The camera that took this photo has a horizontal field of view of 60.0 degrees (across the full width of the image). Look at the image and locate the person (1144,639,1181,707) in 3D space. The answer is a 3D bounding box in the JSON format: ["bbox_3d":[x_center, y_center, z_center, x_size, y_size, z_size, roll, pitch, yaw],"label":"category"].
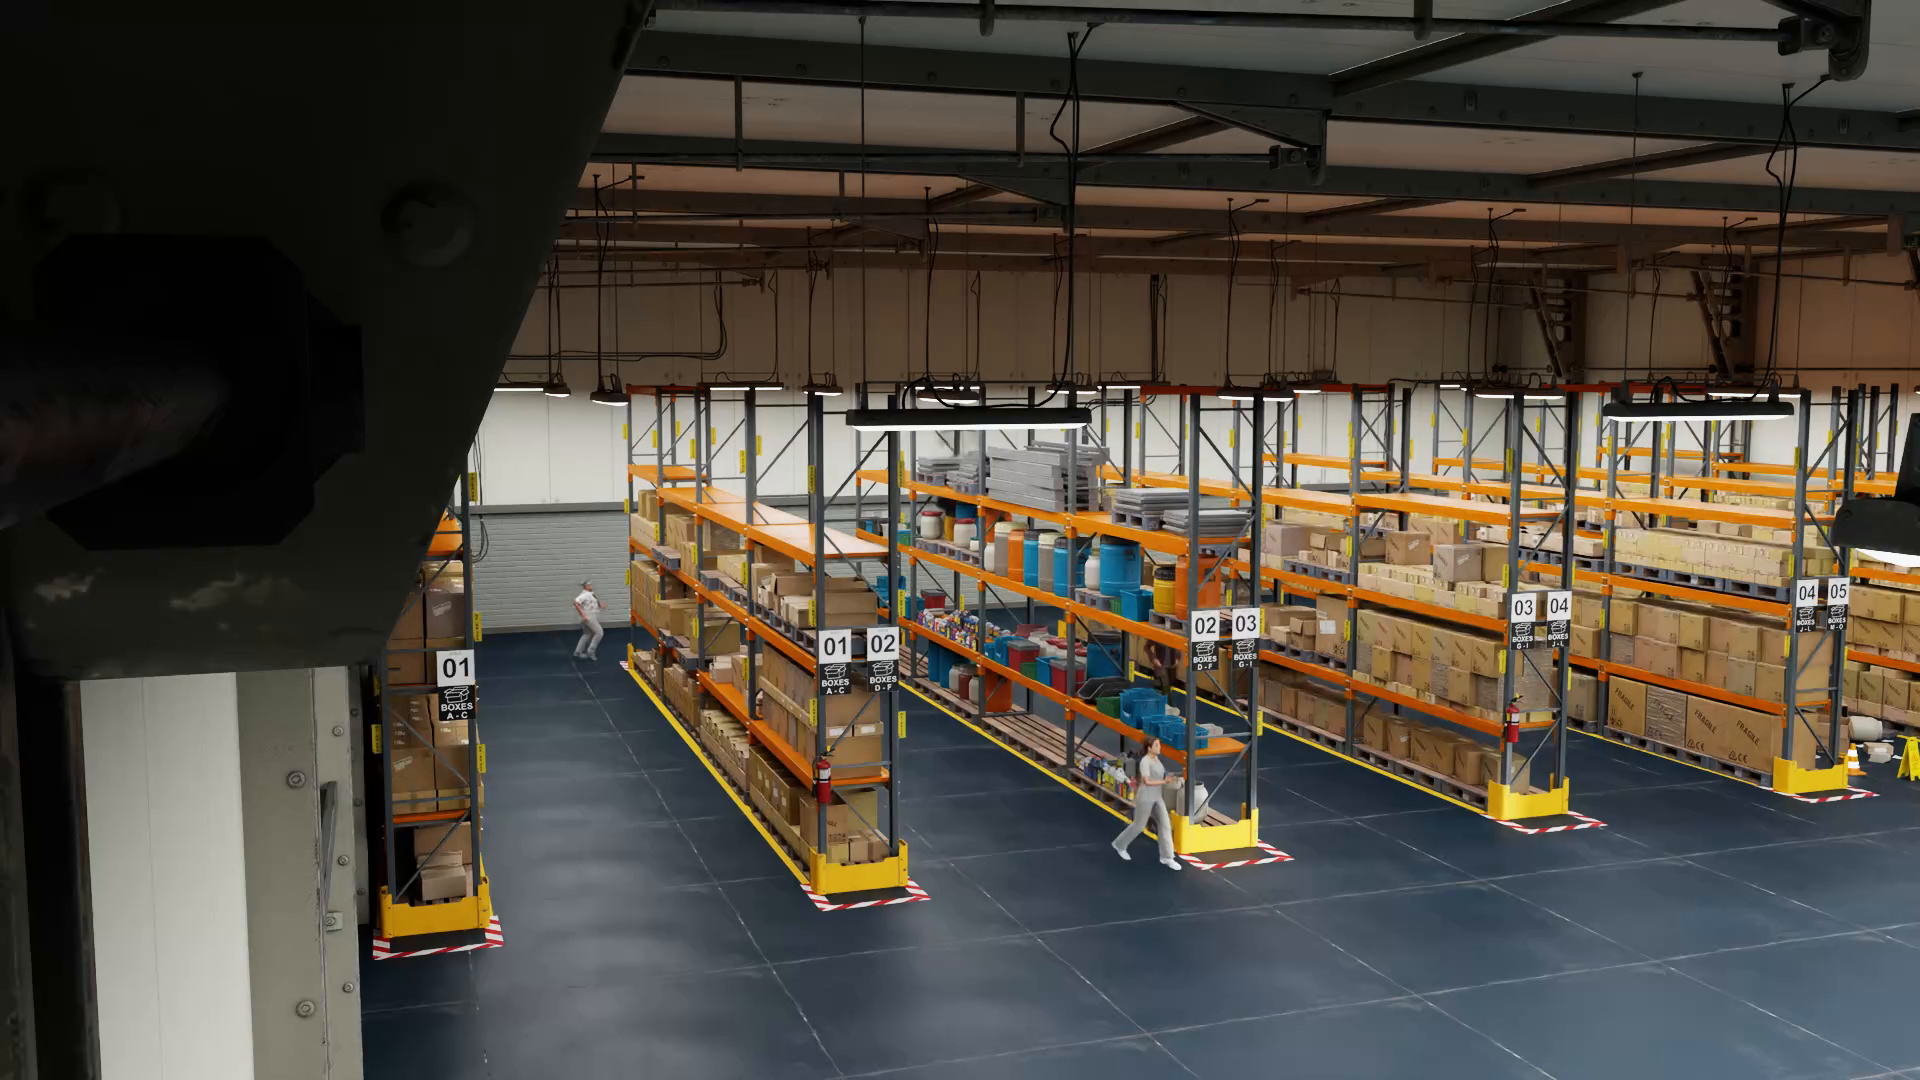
[{"bbox_3d":[3.730,2.324,30.704,0.719,1.770,0.972,-2,6,-18],"label":"person"}]

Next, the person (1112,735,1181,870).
[{"bbox_3d":[2.379,3.298,21.093,0.948,1.675,0.552,4,7,32],"label":"person"}]

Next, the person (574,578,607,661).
[{"bbox_3d":[-8.038,1.735,36.119,0.740,1.825,0.636,-1,6,-9],"label":"person"}]
